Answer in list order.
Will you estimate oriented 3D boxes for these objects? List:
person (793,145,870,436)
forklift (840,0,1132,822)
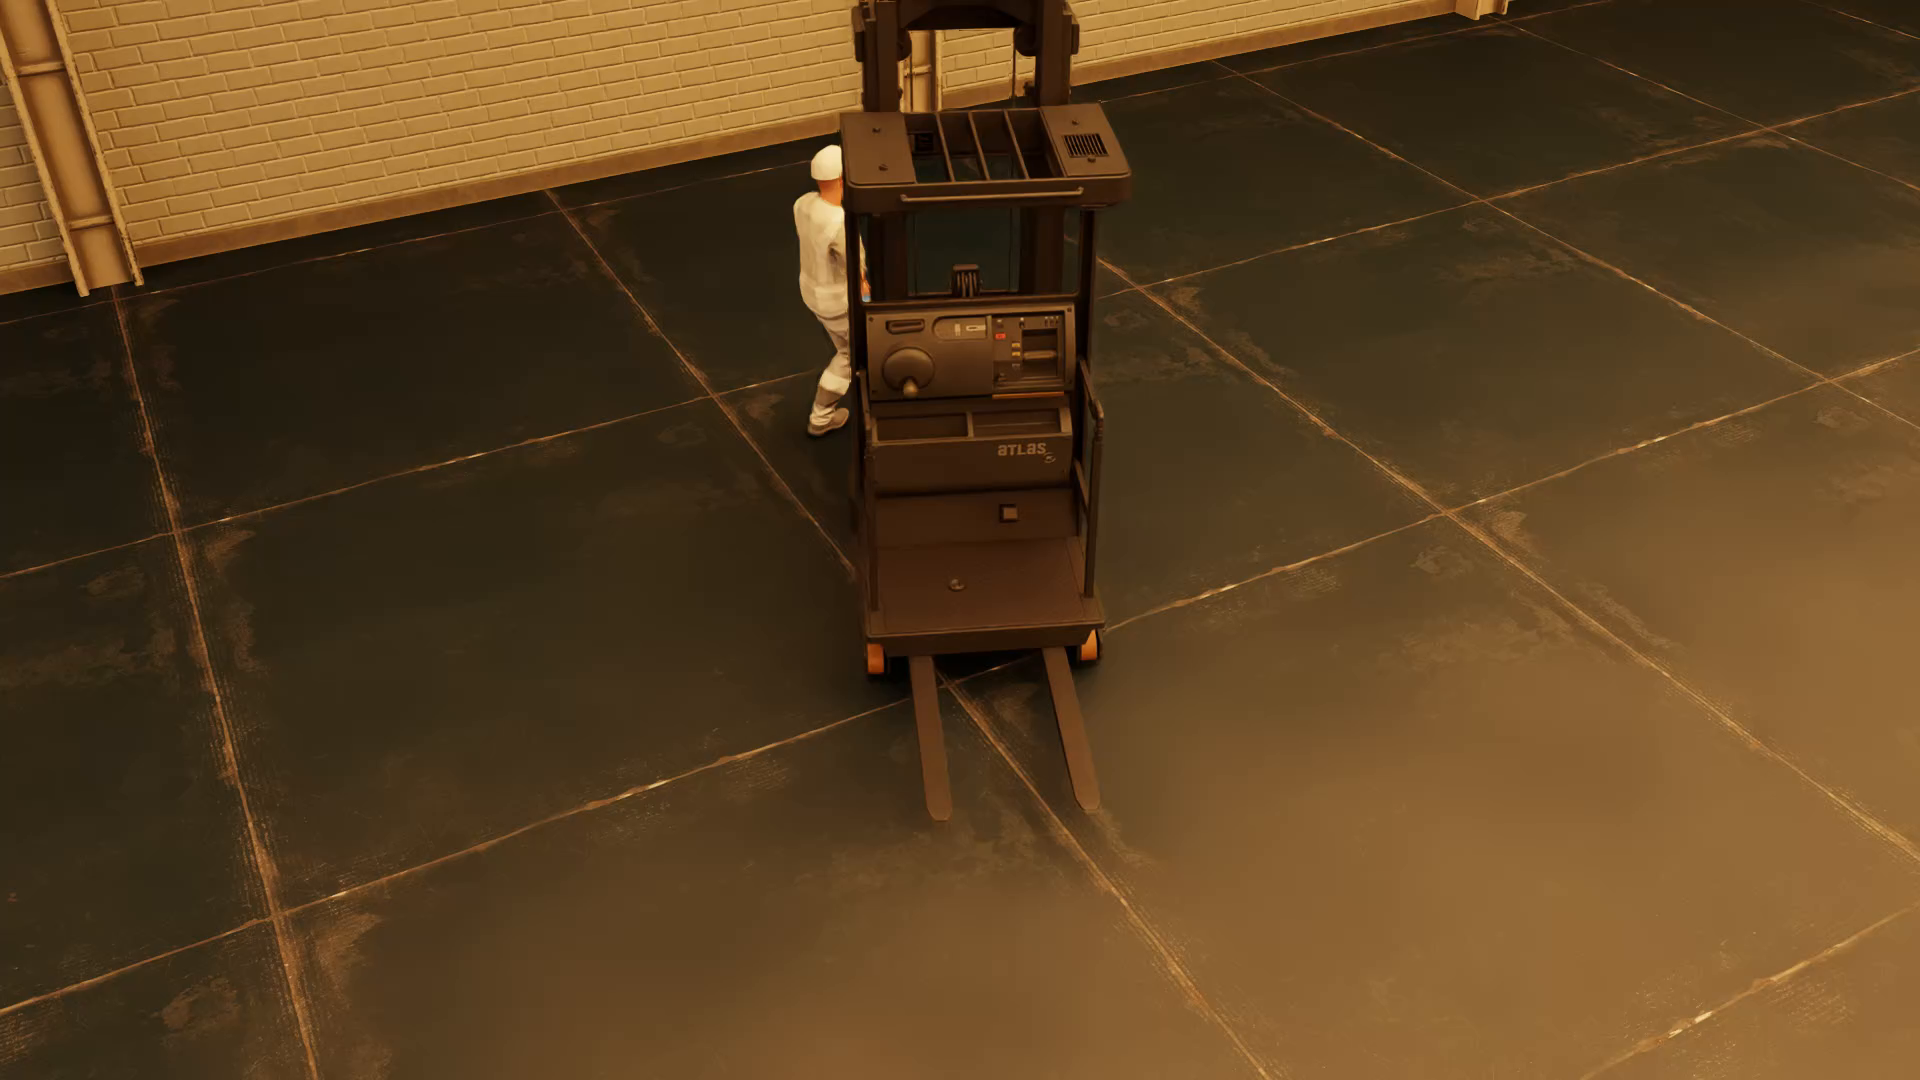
[{"bbox_3d":[-0.540,-1.334,9.060,0.652,1.744,0.747,-18,39,-24],"label":"person"},{"bbox_3d":[0.074,-0.775,7.219,1.130,2.935,3.031,-3,35,-5],"label":"forklift"}]
